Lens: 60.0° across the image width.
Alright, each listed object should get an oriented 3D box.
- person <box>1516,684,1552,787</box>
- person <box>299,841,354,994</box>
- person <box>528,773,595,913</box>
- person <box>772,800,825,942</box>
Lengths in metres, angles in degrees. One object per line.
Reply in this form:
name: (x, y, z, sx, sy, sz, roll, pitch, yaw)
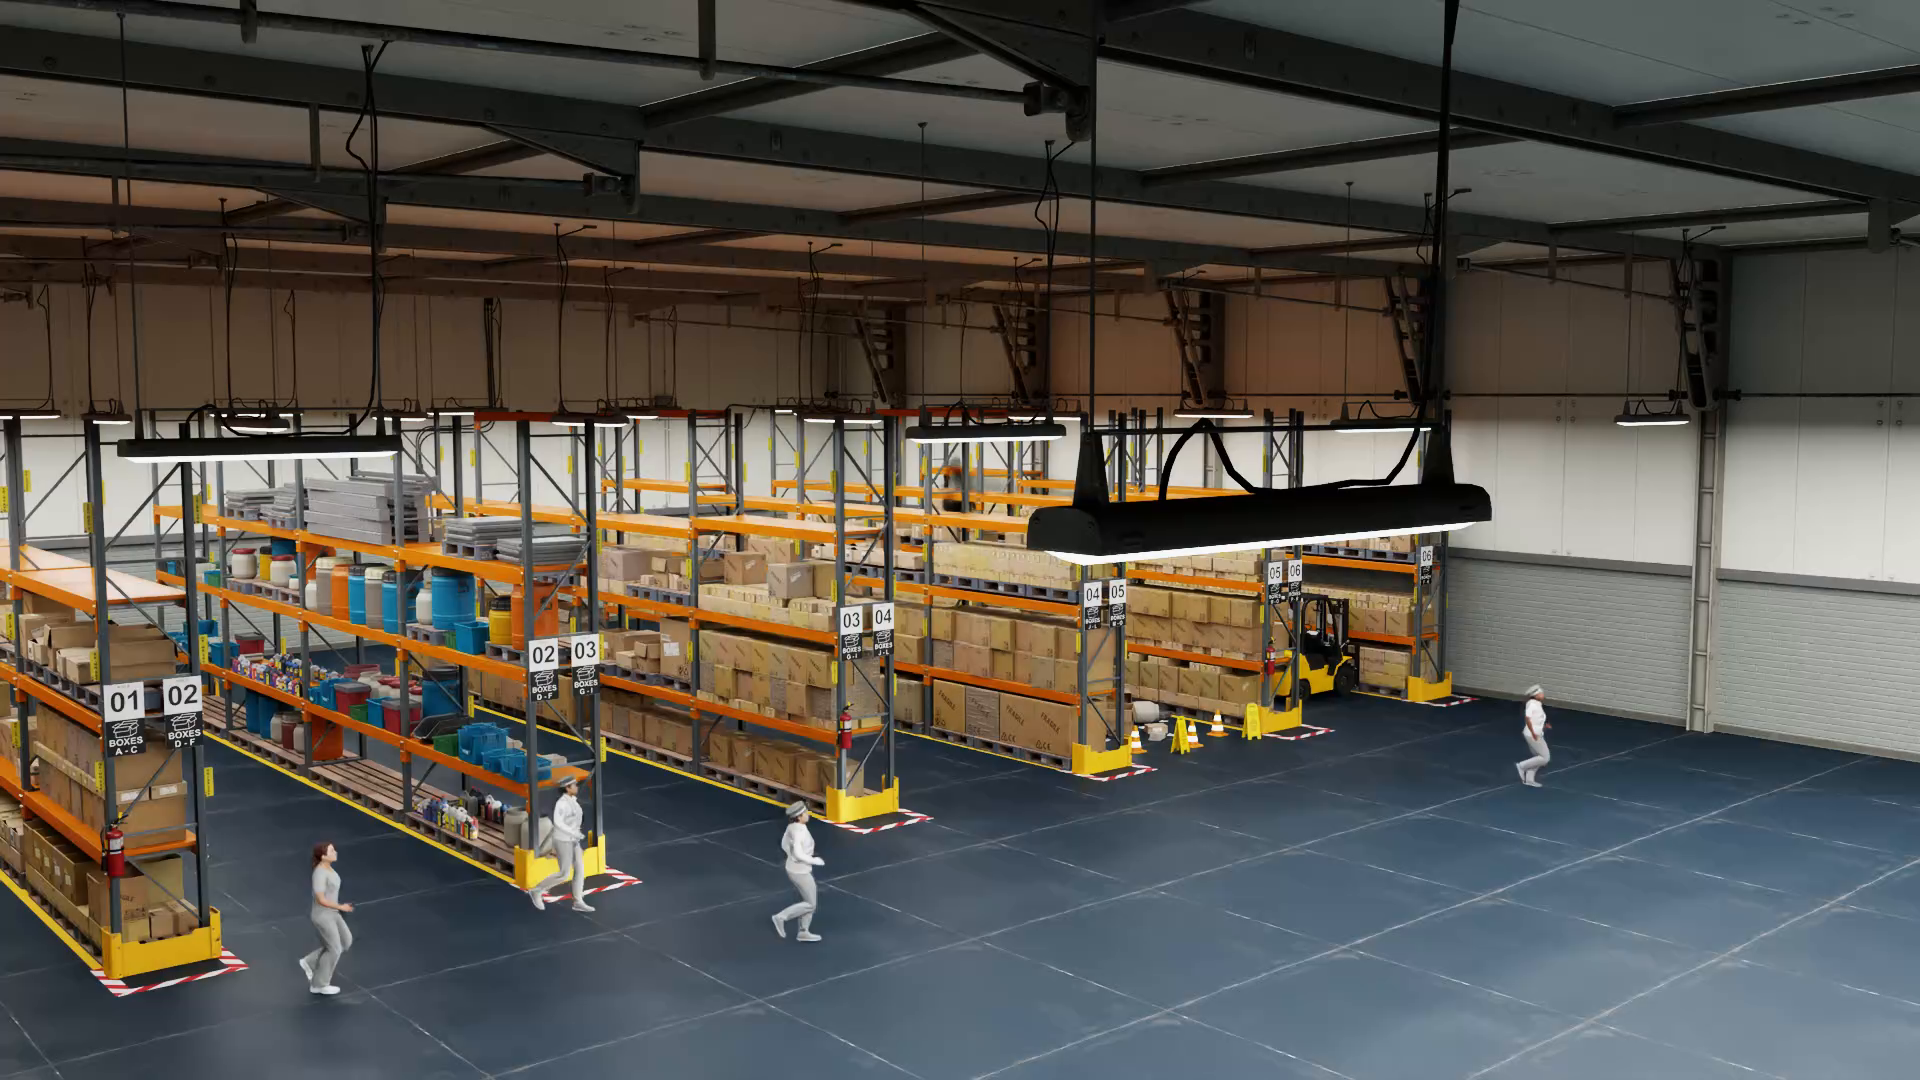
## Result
person: (9.268, 3.153, 26.826, 0.568, 1.671, 0.605, 1, 5, 11)
person: (-6.703, 3.979, 17.589, 0.585, 1.637, 0.598, -1, 5, -13)
person: (-4.857, 3.703, 20.440, 0.792, 1.673, 0.668, 0, 5, 2)
person: (-1.887, 3.823, 19.174, 0.620, 1.651, 0.616, -2, 5, -18)
